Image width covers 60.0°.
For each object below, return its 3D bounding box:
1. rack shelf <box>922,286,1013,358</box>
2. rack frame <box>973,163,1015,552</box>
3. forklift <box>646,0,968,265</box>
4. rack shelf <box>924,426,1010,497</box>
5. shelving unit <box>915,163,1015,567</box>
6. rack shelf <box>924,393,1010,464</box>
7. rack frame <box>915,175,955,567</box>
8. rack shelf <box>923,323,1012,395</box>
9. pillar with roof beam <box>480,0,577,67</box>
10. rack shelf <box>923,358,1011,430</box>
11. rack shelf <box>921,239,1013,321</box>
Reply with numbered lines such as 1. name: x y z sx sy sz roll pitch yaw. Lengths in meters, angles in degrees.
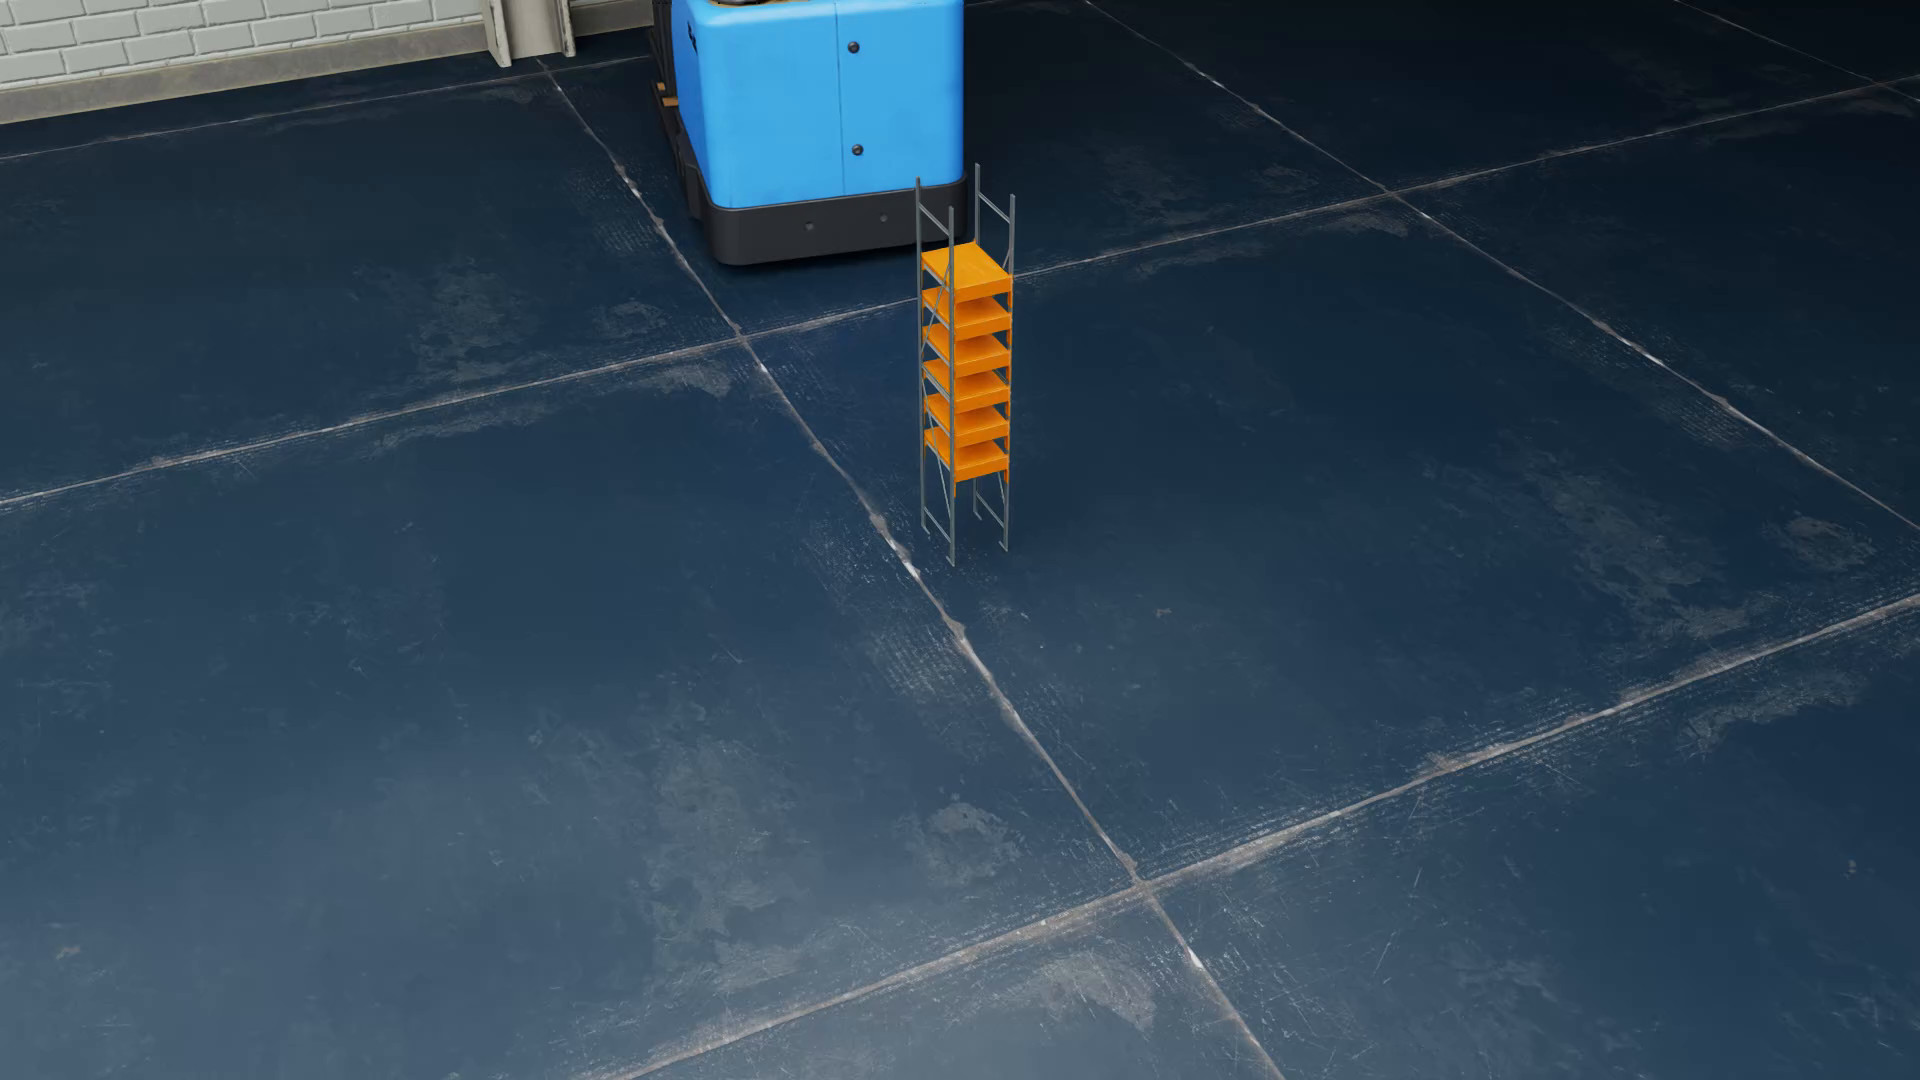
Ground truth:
1. rack shelf: 0.013 -0.643 4.781 0.180 0.103 0.258 -16 39 -20
2. rack frame: 0.096 -0.509 4.929 0.006 1.200 0.240 -16 39 -20
3. forklift: -0.853 -3.146 7.032 1.130 2.935 3.031 -9 38 -12
4. rack shelf: 0.013 -0.257 5.067 0.180 0.103 0.258 -16 39 -20
5. shelving unit: 0.013 -0.486 4.898 0.189 1.200 0.258 -16 39 -20
6. rack shelf: 0.013 -0.354 4.995 0.180 0.103 0.258 -16 39 -20
7. rack frame: -0.070 -0.462 4.866 0.006 1.200 0.240 -16 39 -20
8. rack shelf: 0.013 -0.546 4.852 0.180 0.103 0.258 -16 39 -20
9. pillar with roof beam: -0.407 -3.845 2.880 0.400 9.000 9.100 -16 39 -20
10. rack shelf: 0.013 -0.450 4.924 0.180 0.103 0.258 -16 39 -20
11. rack shelf: 0.013 -0.739 4.710 0.180 0.103 0.258 -16 39 -20
